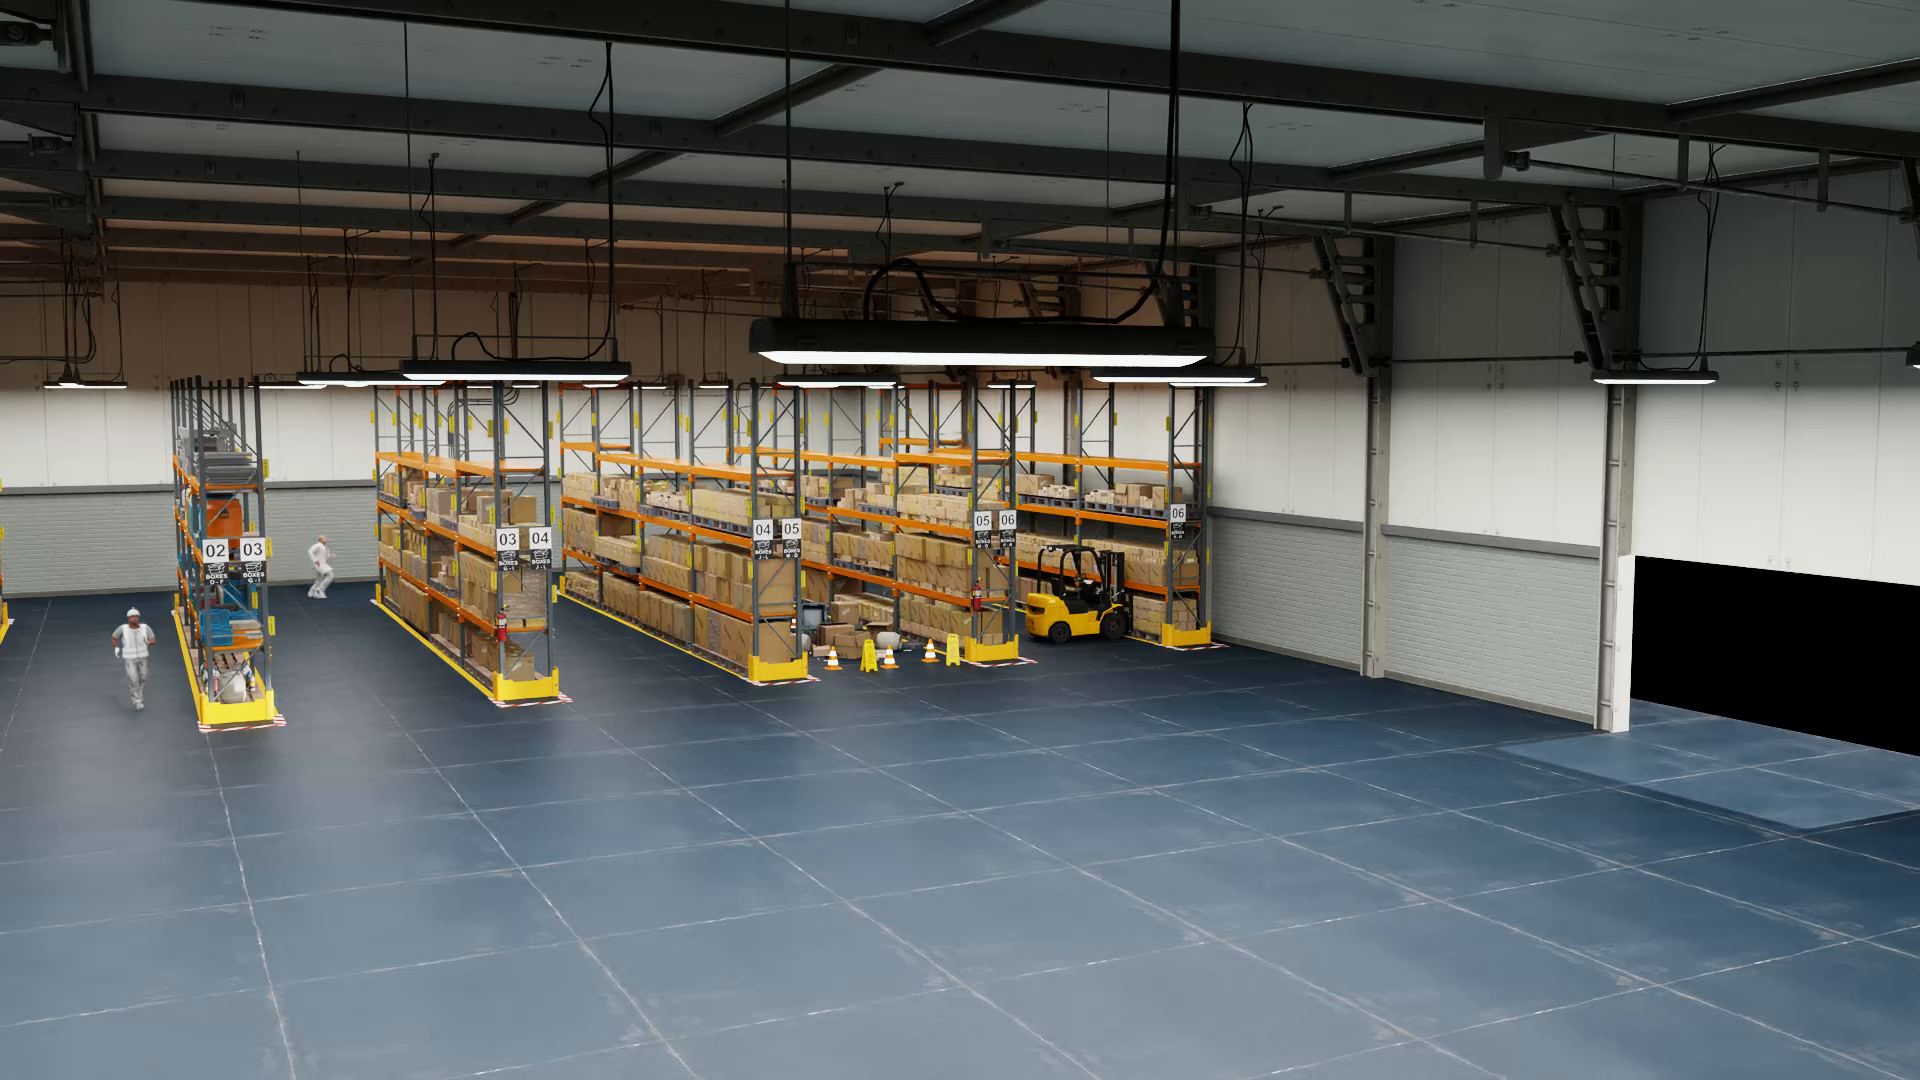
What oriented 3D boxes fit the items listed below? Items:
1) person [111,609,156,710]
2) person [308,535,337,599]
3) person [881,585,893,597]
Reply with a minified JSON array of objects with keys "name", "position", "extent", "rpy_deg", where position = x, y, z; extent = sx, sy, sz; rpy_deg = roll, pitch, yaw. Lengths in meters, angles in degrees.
[{"name":"person","position":[-14.937,2.130,30.127],"extent":[0.688,1.762,1.004],"rpy_deg":[-4,7,-40]},{"name":"person","position":[-17.721,0.742,46.169],"extent":[0.788,1.763,0.696],"rpy_deg":[-1,5,-9]},{"name":"person","position":[-1.993,0.679,44.699],"extent":[0.626,1.729,0.634],"rpy_deg":[-2,6,-25]}]
